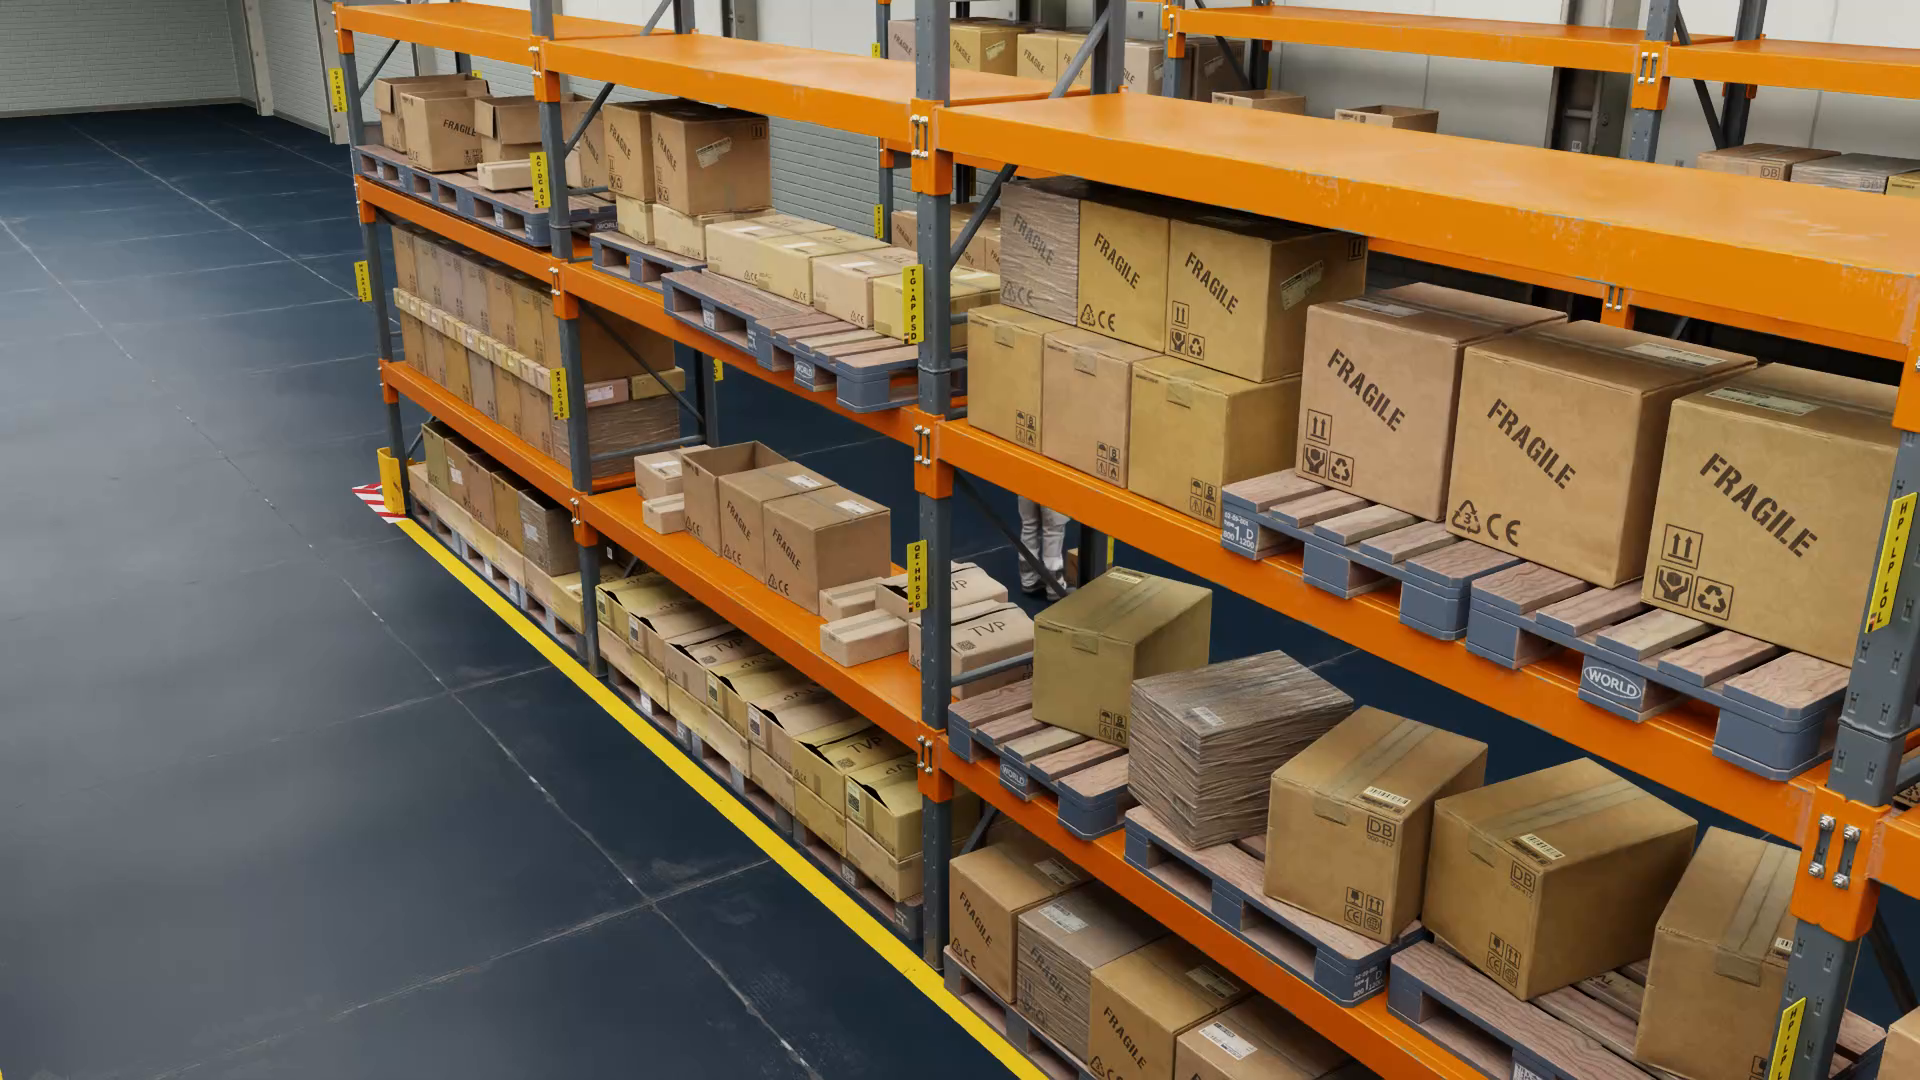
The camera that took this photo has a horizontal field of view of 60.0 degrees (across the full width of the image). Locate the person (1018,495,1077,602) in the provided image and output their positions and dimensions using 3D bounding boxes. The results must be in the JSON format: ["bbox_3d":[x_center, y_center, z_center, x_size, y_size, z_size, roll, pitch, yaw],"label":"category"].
[{"bbox_3d":[0.624,-0.439,12.110,0.428,1.805,0.571,-18,27,-38],"label":"person"}]
